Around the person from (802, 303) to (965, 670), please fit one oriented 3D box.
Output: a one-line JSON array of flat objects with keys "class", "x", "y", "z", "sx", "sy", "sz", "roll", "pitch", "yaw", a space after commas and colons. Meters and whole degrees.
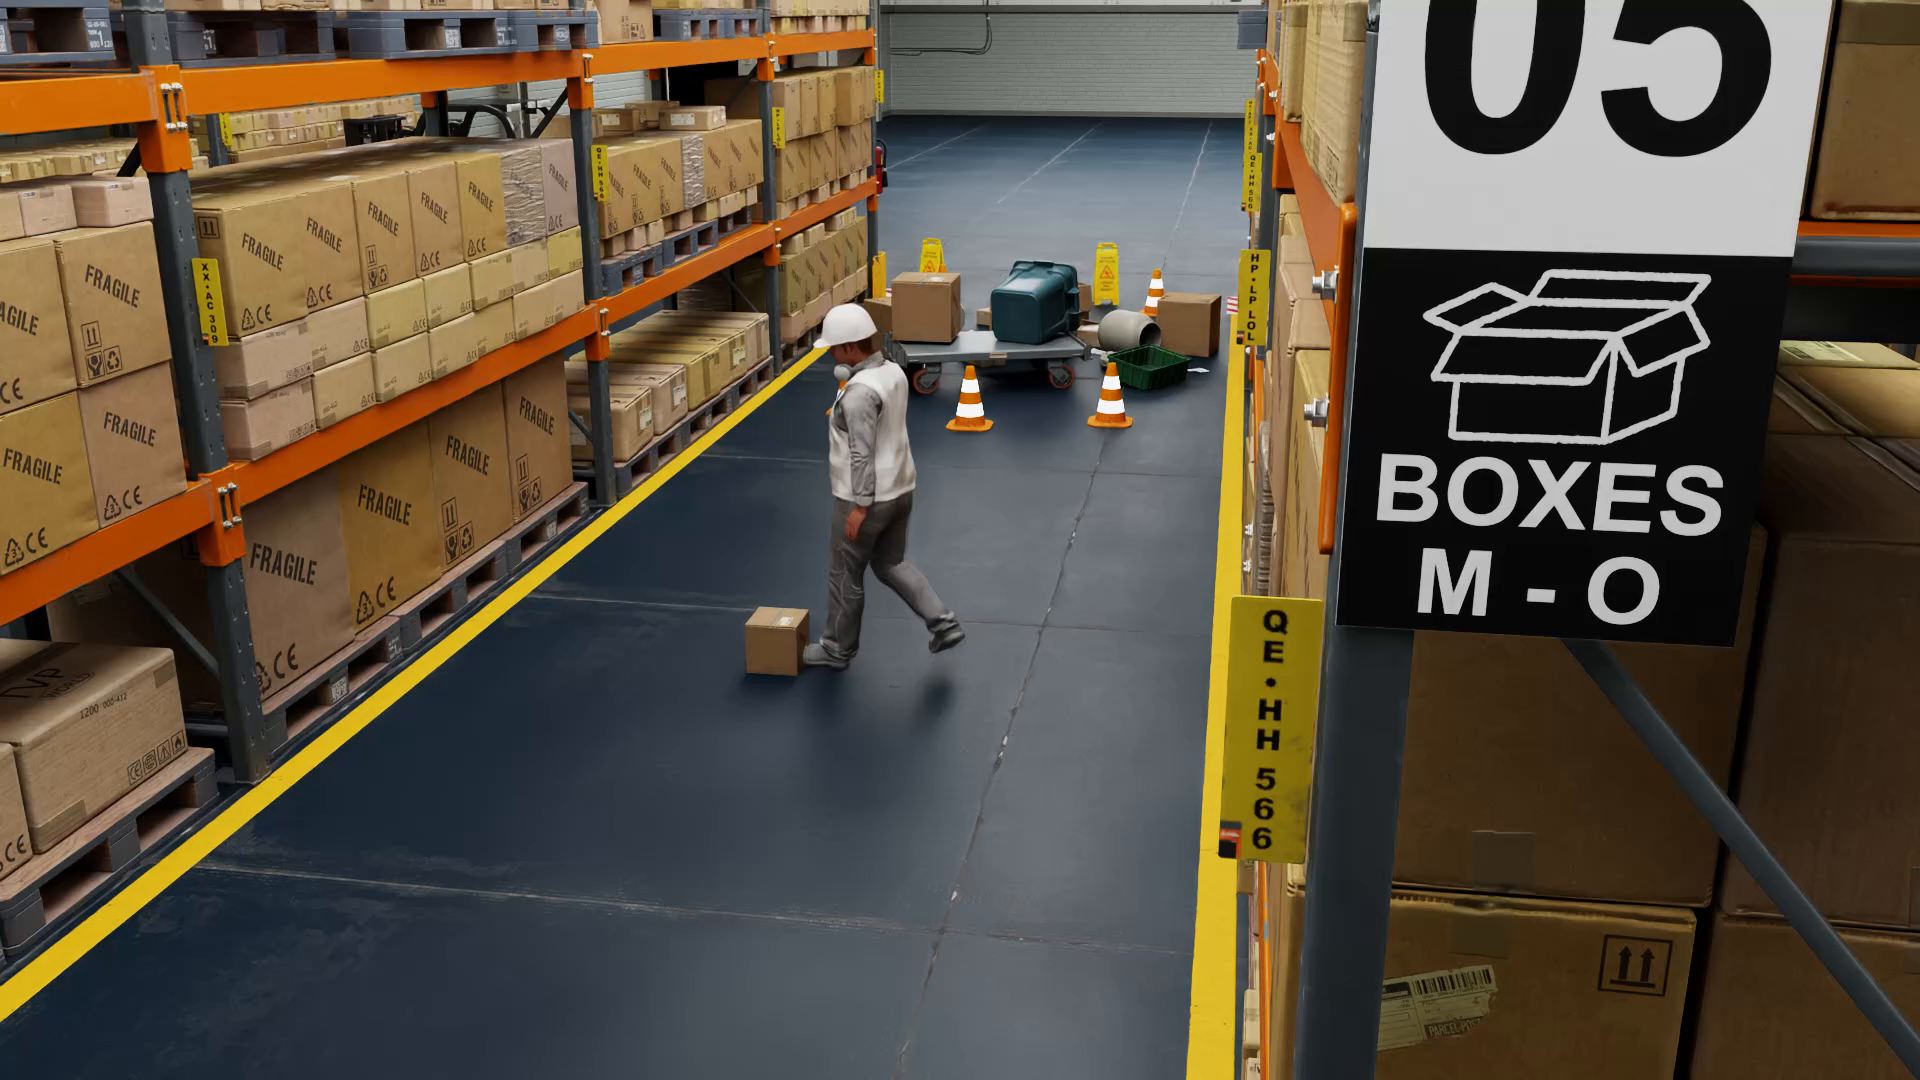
[{"class": "person", "x": -0.392, "y": -0.223, "z": 7.694, "sx": 0.851, "sy": 1.757, "sz": 0.551, "roll": 8, "pitch": 19, "yaw": 23}]
